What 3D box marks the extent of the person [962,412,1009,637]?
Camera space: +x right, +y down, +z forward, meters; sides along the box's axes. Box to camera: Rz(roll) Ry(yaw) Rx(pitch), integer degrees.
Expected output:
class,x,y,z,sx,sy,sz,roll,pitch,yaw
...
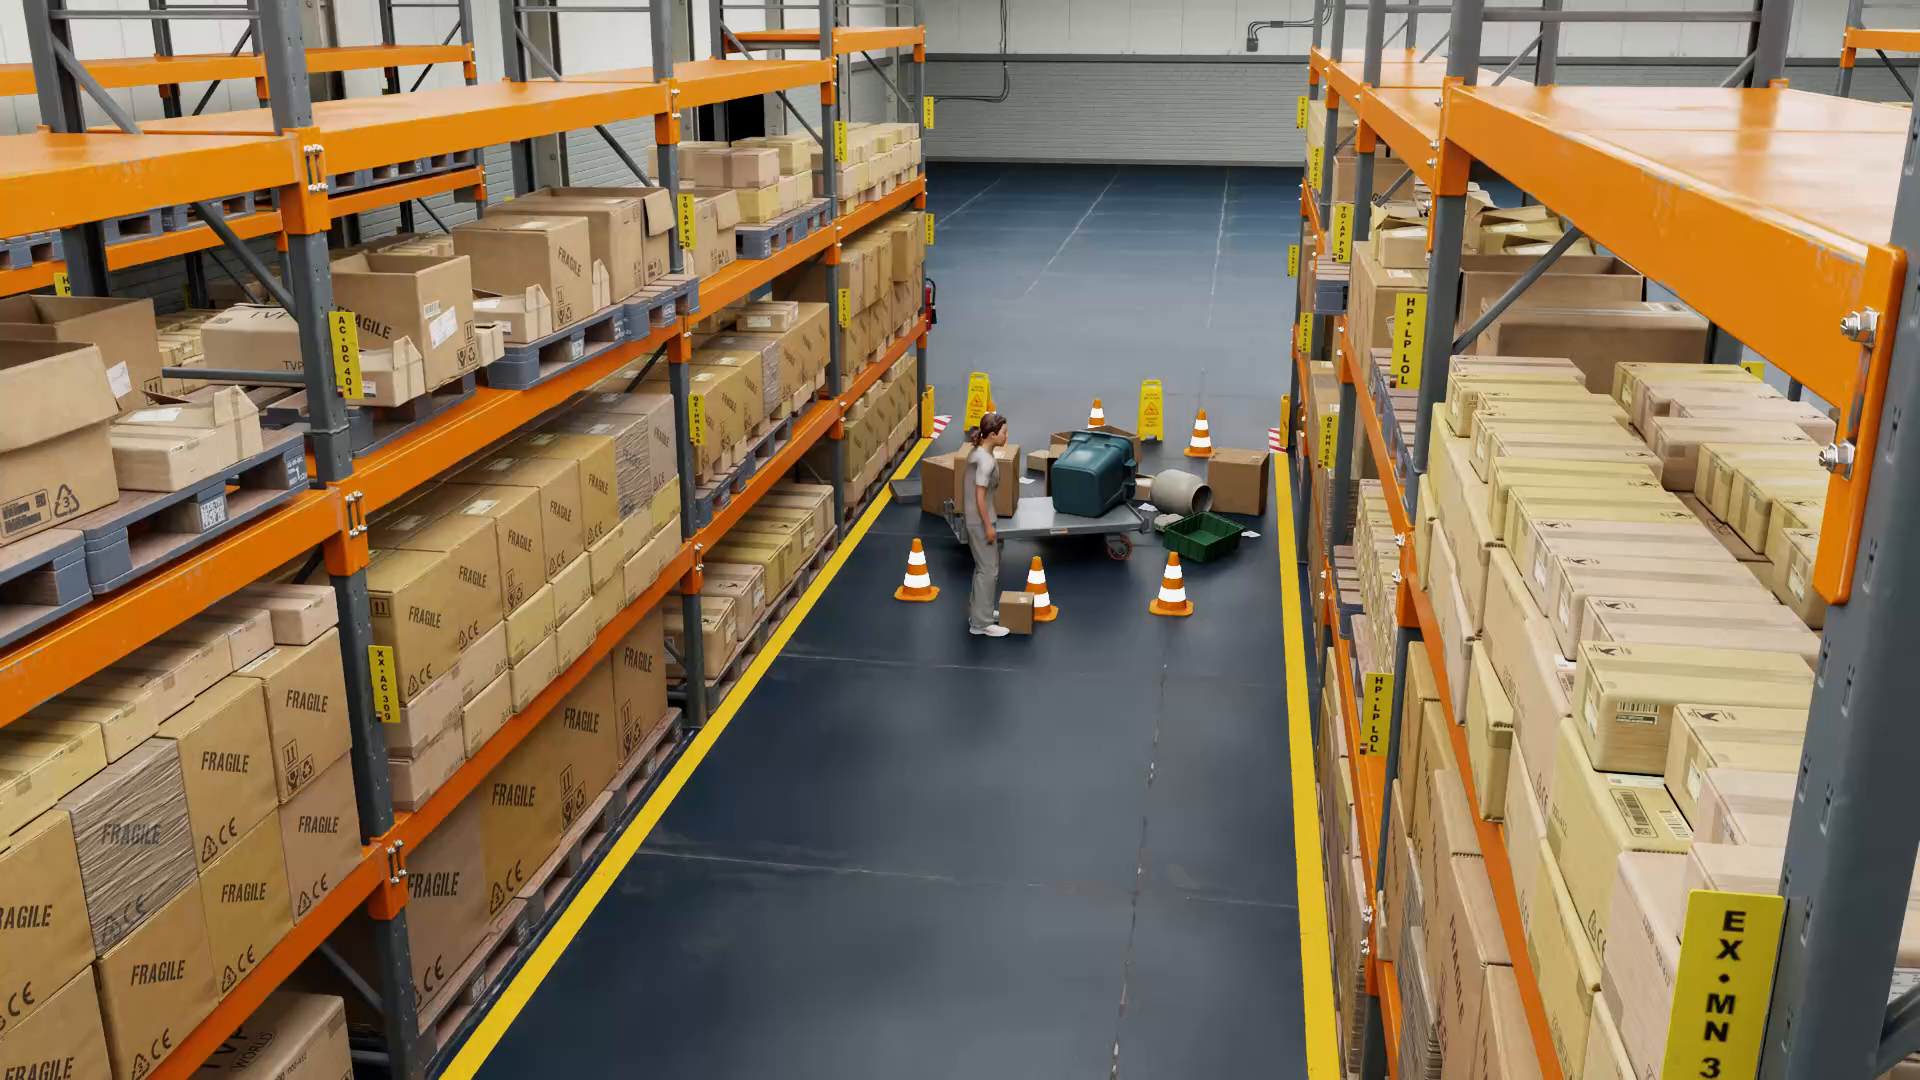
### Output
class,x,y,z,sx,sy,sz,roll,pitch,yaw
person,0.195,-0.136,12.476,0.359,1.673,0.485,0,18,0
